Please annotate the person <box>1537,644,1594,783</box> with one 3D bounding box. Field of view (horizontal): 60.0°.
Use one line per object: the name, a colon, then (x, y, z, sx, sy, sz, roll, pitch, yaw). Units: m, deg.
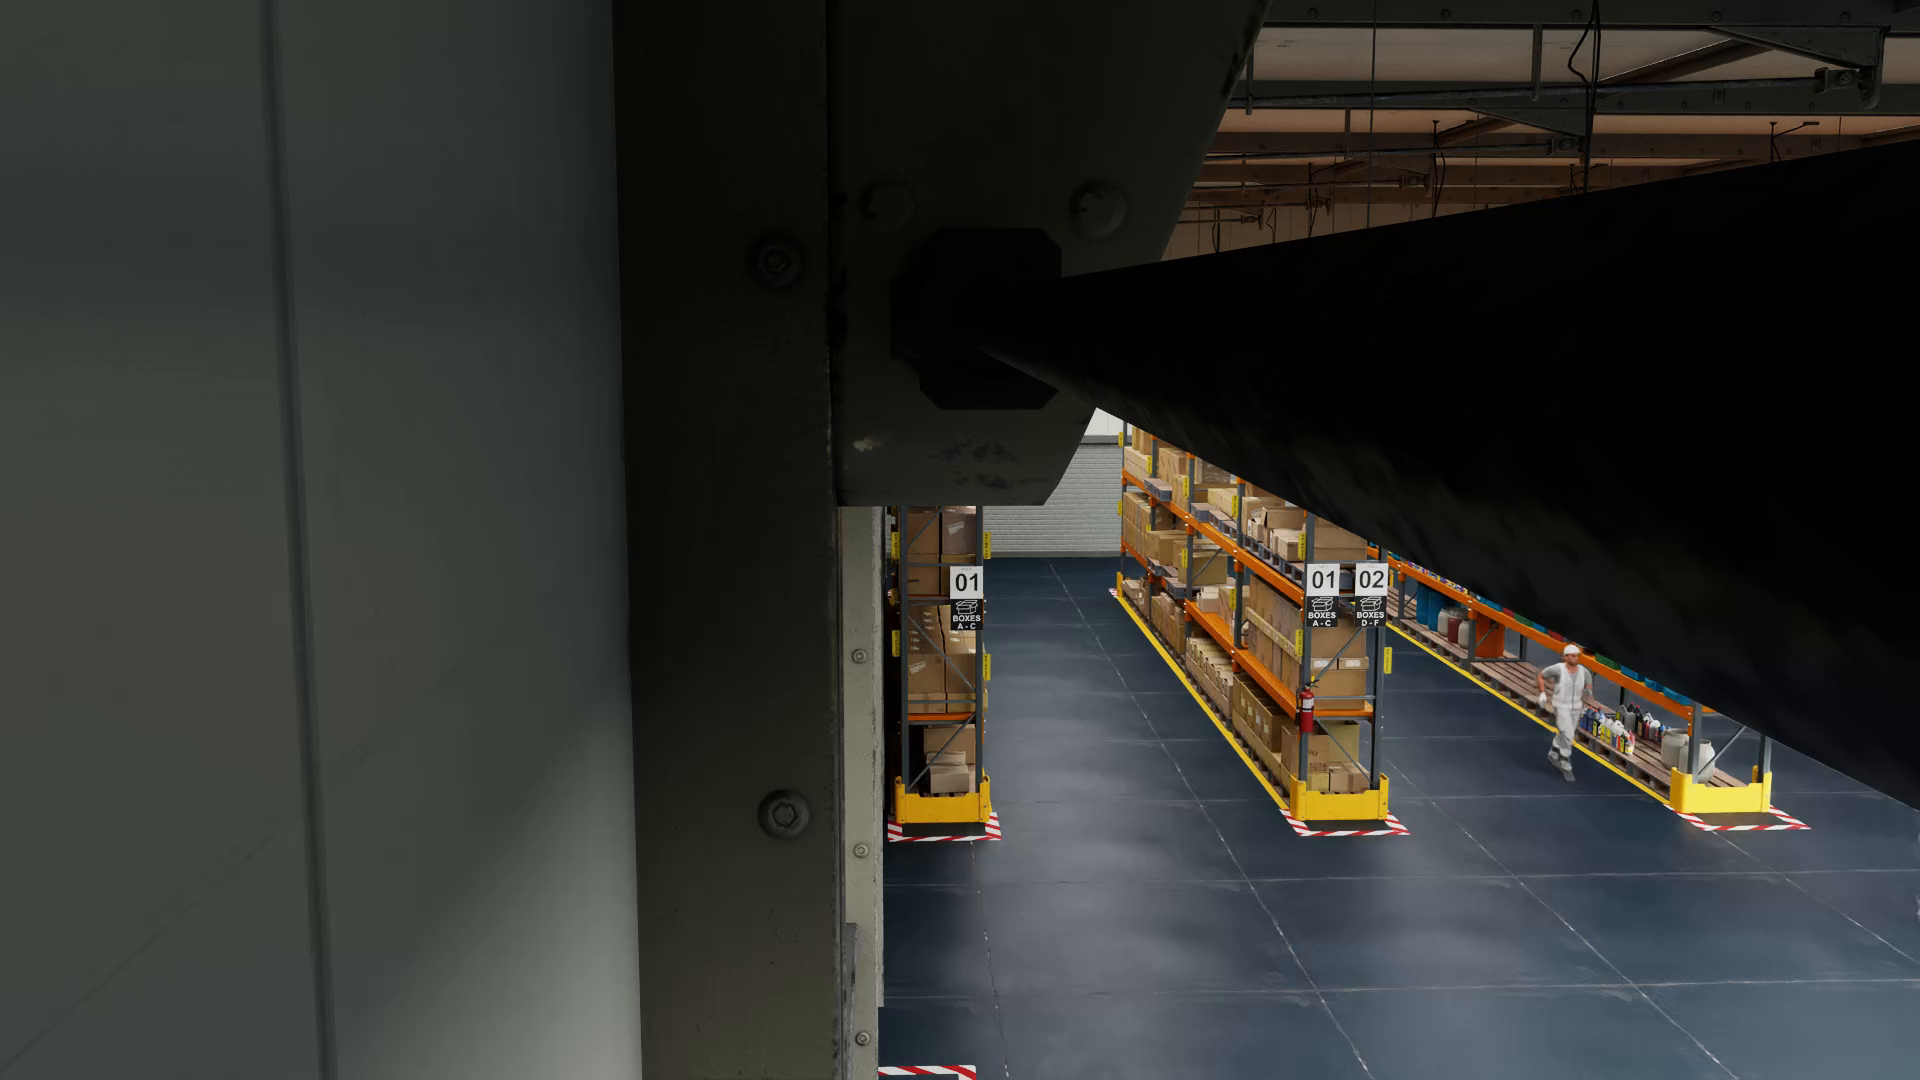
person: (8.171, 2.305, 22.397, 0.643, 1.844, 0.867, -2, 8, -13)
